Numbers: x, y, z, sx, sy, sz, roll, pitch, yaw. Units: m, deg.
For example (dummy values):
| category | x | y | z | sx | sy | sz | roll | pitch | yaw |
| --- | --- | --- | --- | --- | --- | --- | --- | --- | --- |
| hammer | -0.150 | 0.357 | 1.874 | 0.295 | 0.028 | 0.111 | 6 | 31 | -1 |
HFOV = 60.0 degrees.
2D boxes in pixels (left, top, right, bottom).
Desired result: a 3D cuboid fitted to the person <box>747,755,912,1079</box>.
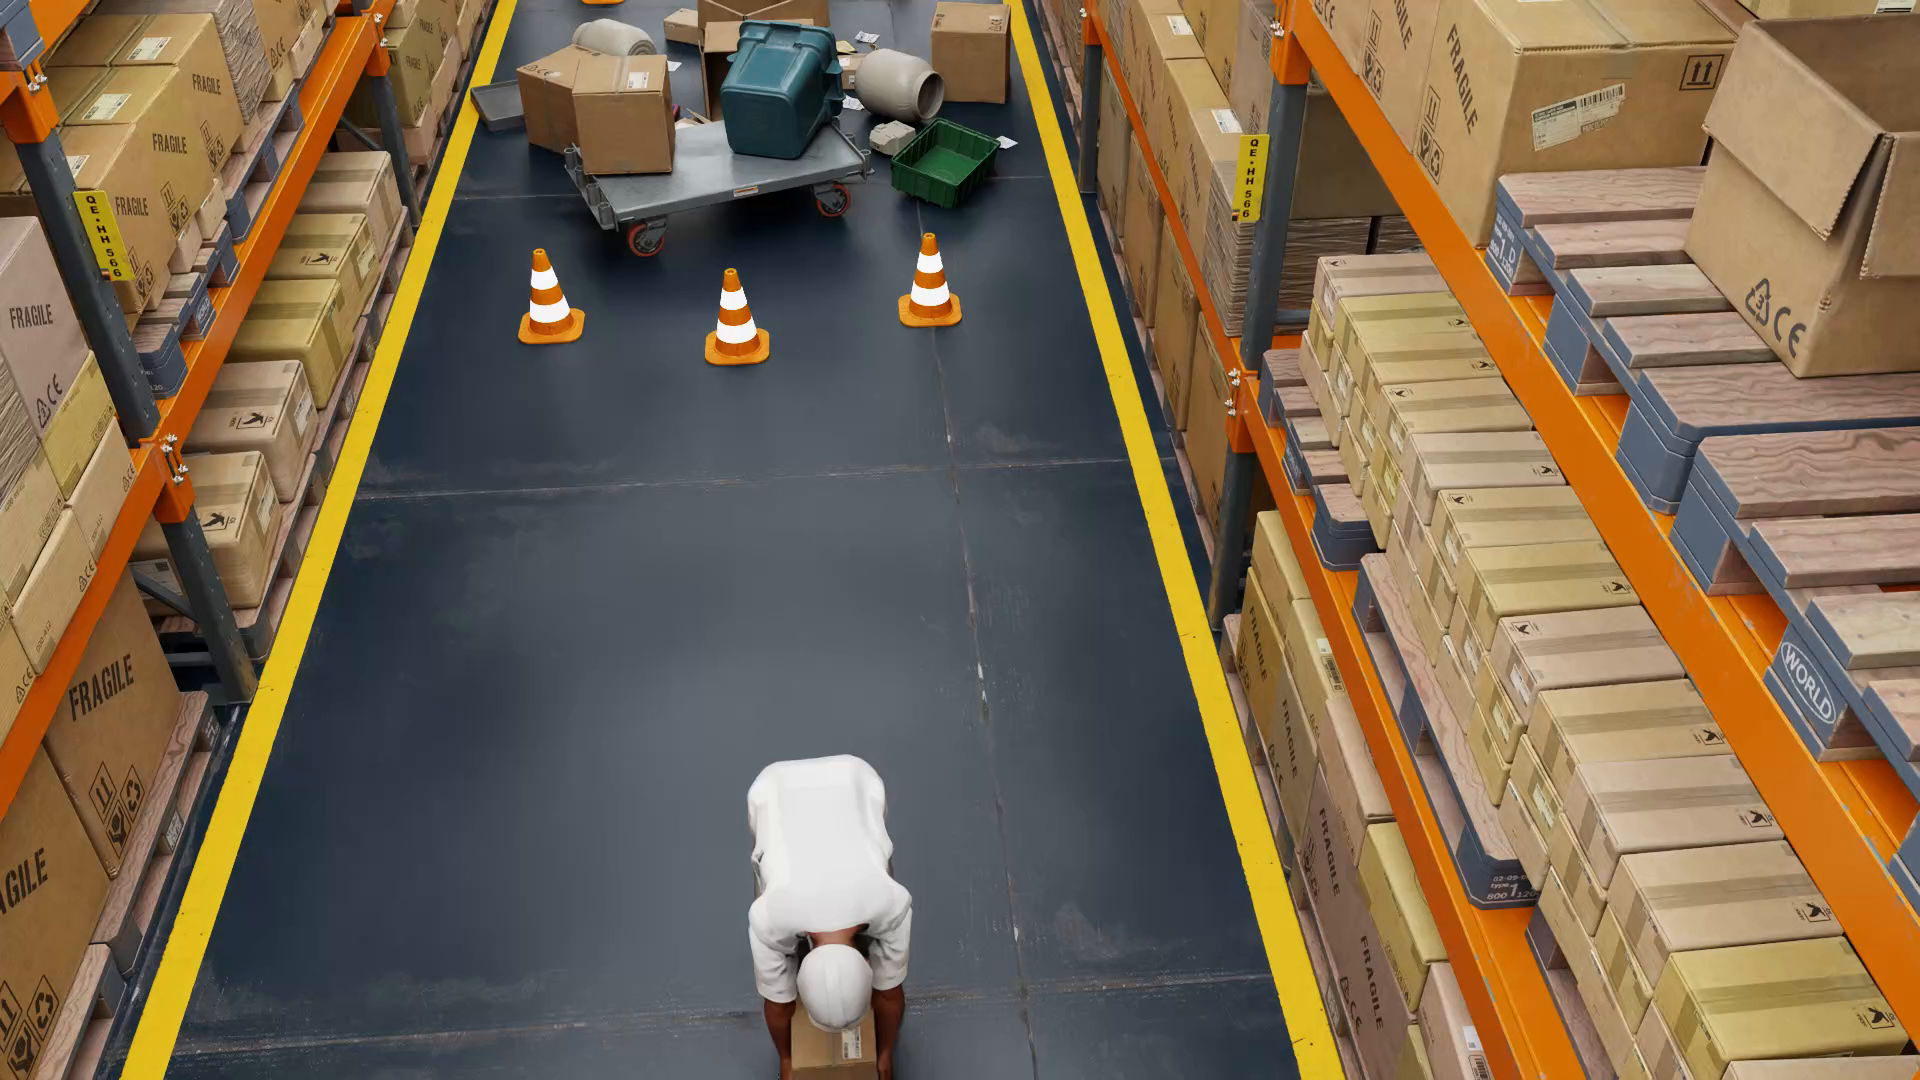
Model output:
| category | x | y | z | sx | sy | sz | roll | pitch | yaw |
| --- | --- | --- | --- | --- | --- | --- | --- | --- | --- |
| person | -0.387 | 1.281 | 5.093 | 0.479 | 1.076 | 0.982 | -5 | 39 | -6 |
